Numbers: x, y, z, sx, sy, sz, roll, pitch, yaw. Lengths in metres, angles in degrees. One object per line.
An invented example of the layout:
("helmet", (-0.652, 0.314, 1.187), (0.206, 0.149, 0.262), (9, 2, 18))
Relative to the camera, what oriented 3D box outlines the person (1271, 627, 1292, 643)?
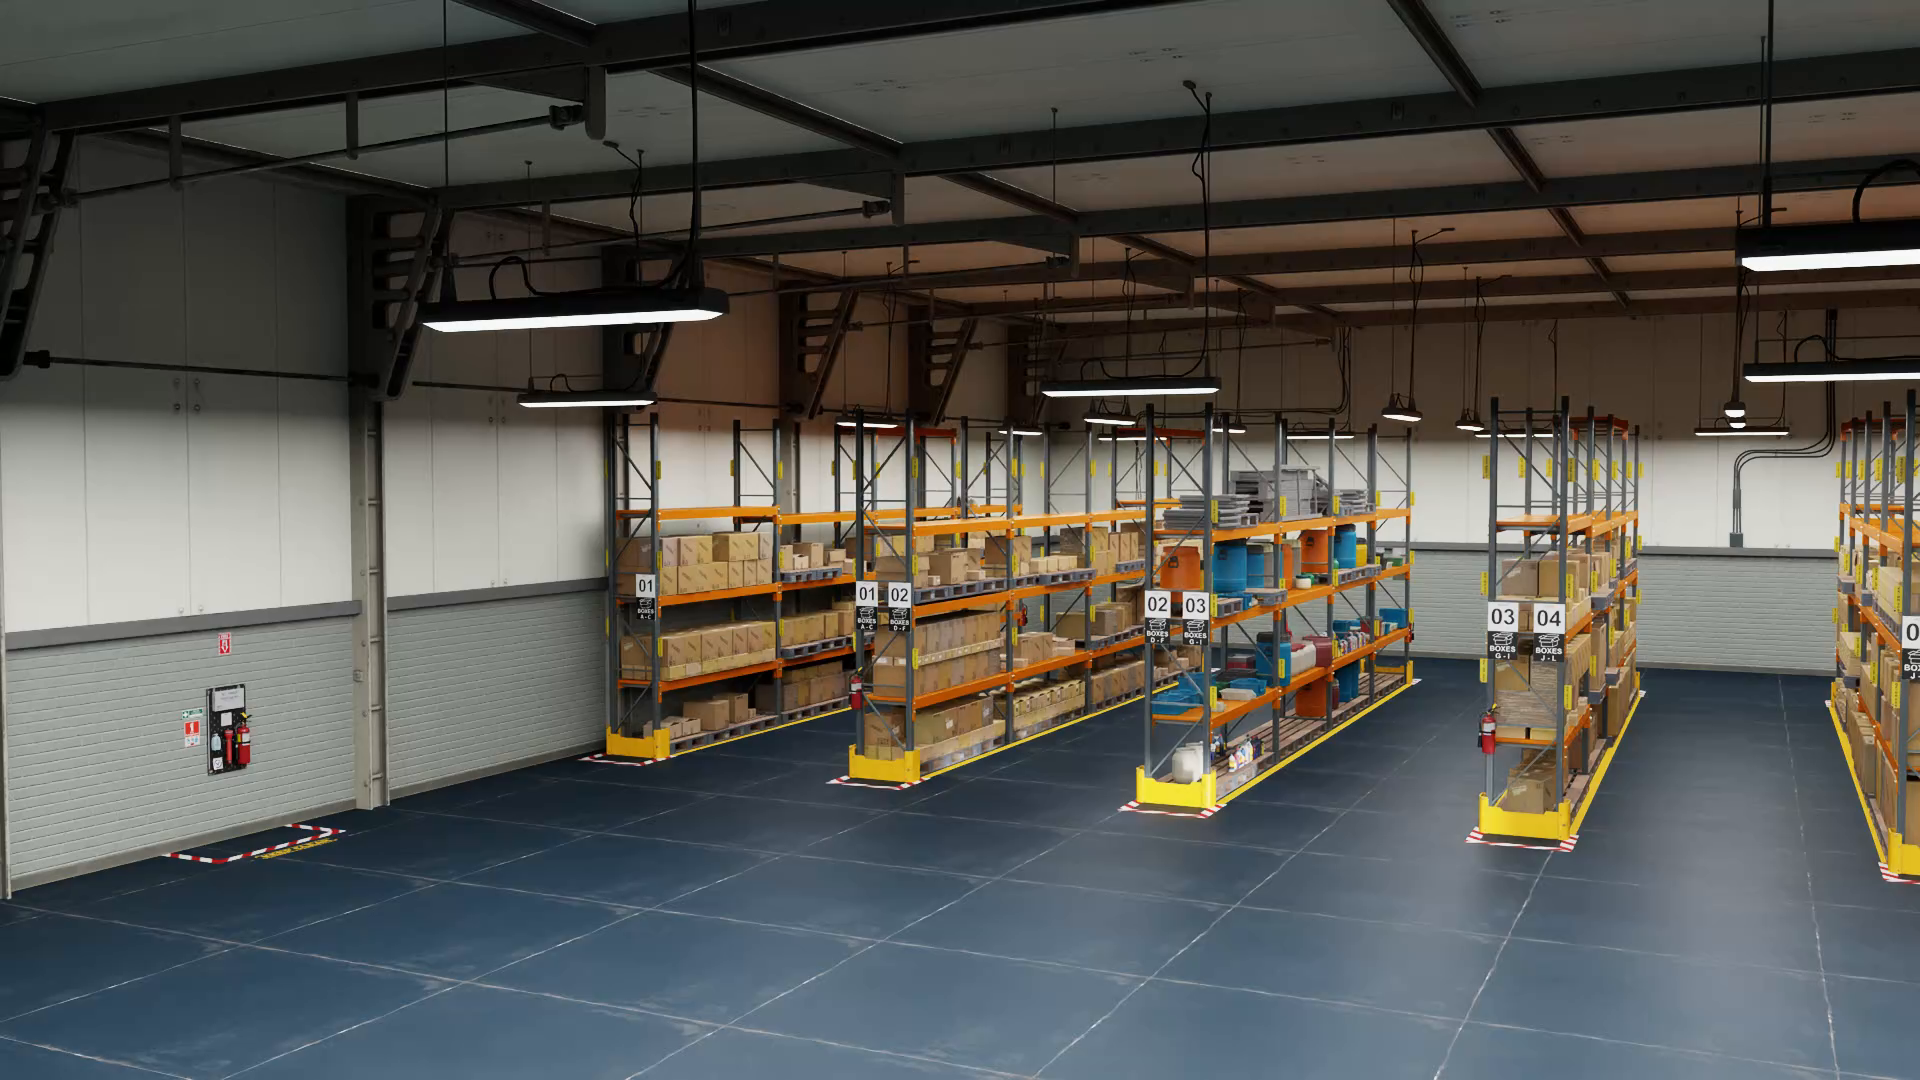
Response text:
("person", (7.267, 2.559, 38.045), (0.715, 1.673, 1.048), (1, 3, 26))
